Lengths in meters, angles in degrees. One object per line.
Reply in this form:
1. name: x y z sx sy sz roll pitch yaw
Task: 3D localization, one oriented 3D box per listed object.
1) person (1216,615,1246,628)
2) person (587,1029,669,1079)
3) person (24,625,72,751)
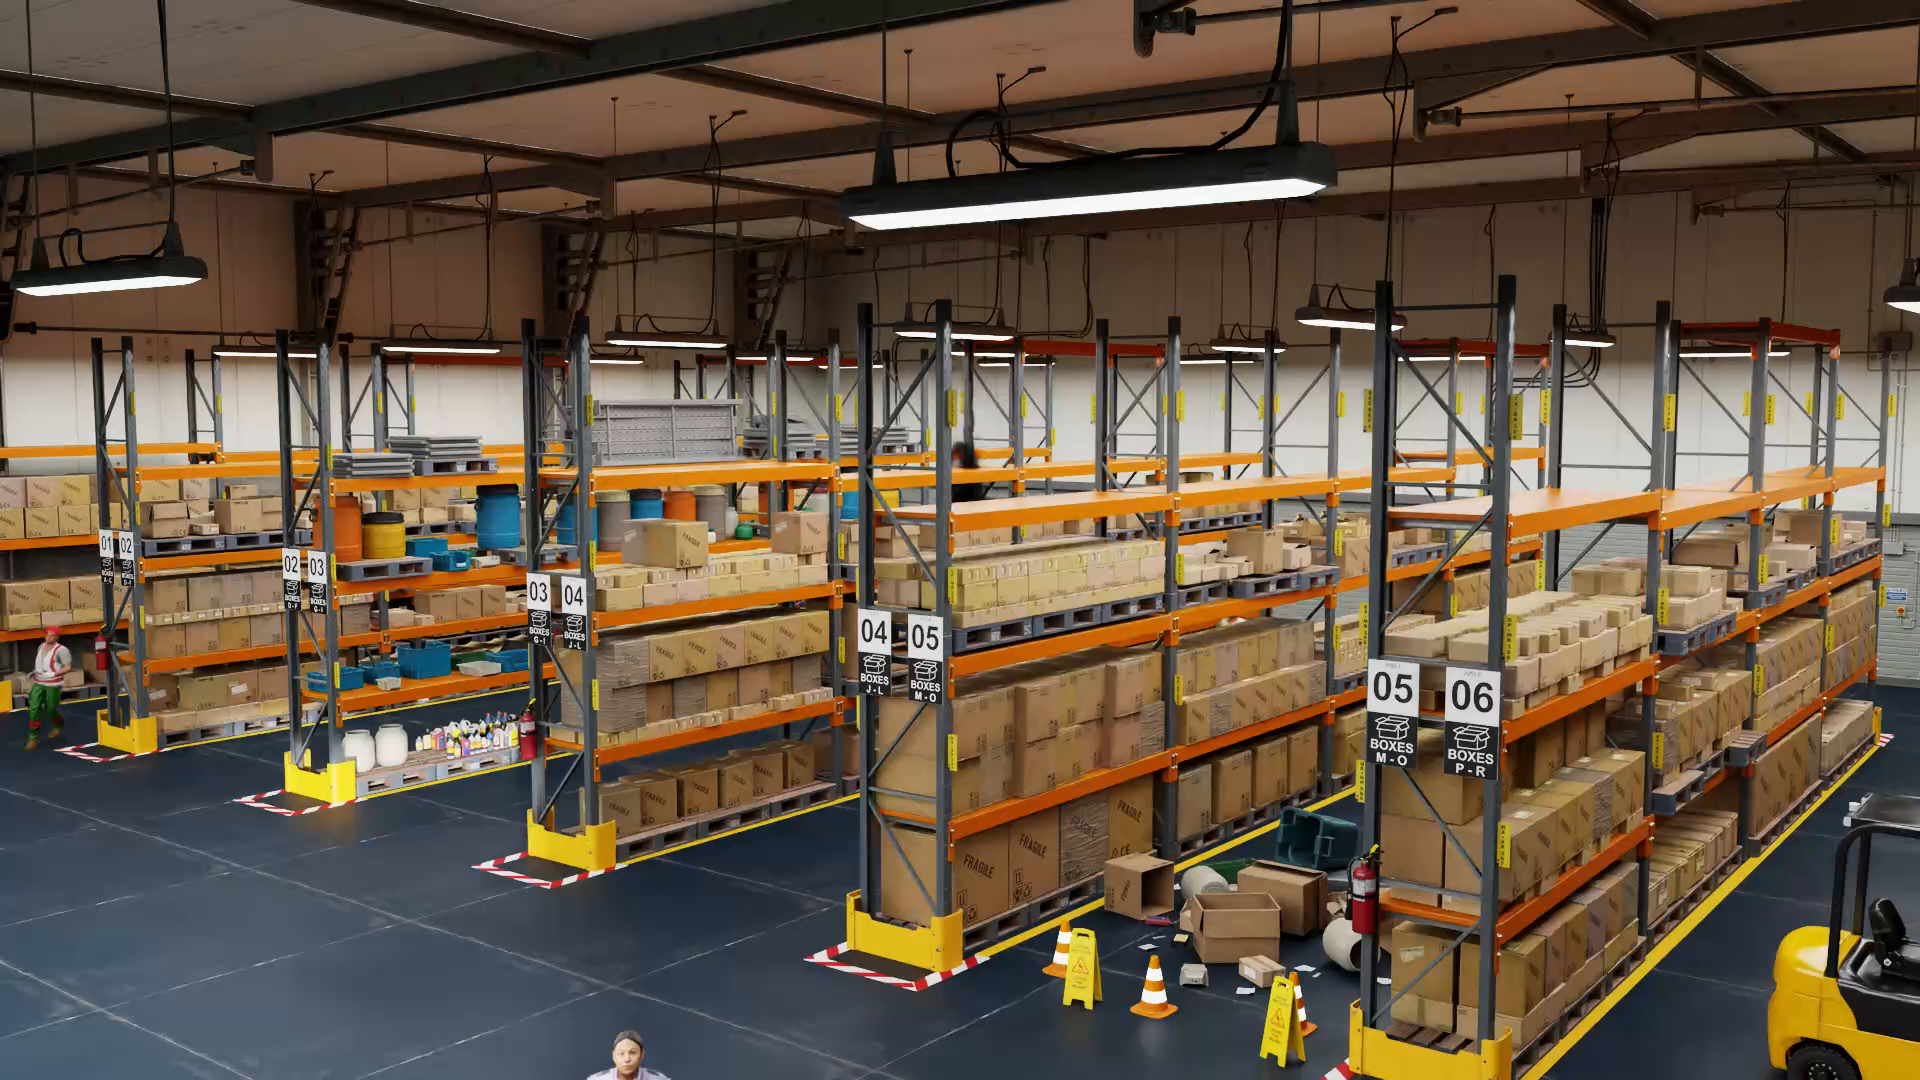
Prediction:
1. person: 4.423 1.917 27.094 0.631 1.839 0.720 4 6 37
2. person: -1.864 3.550 9.298 0.592 1.609 0.583 -1 5 -12
3. person: -13.420 2.147 24.558 0.691 1.778 0.861 0 5 3
